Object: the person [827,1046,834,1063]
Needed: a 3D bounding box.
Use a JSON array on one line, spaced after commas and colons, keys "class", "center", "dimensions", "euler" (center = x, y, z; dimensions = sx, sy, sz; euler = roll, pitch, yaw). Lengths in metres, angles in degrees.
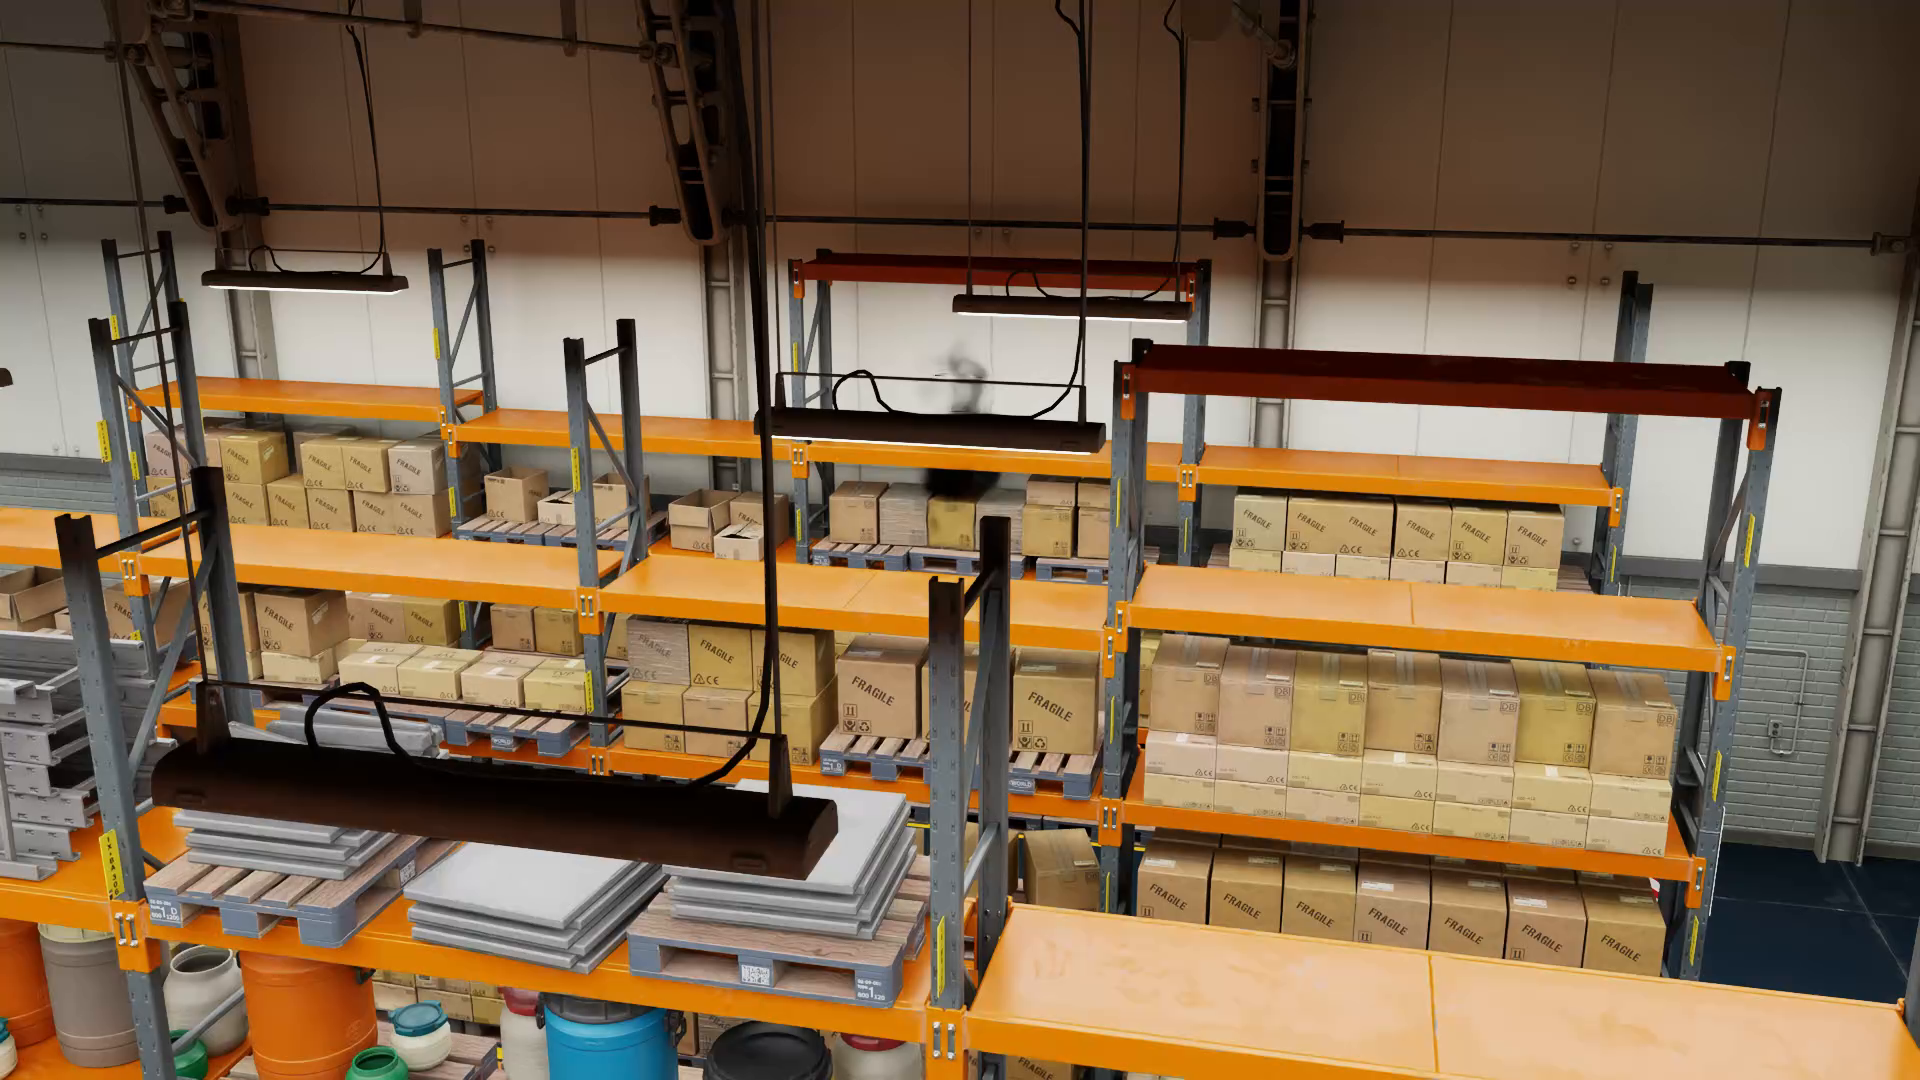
[{"class": "person", "center": [-0.760, 4.105, 11.047], "dimensions": [0.967, 1.786, 0.675], "euler": [0, 16, -1]}]
